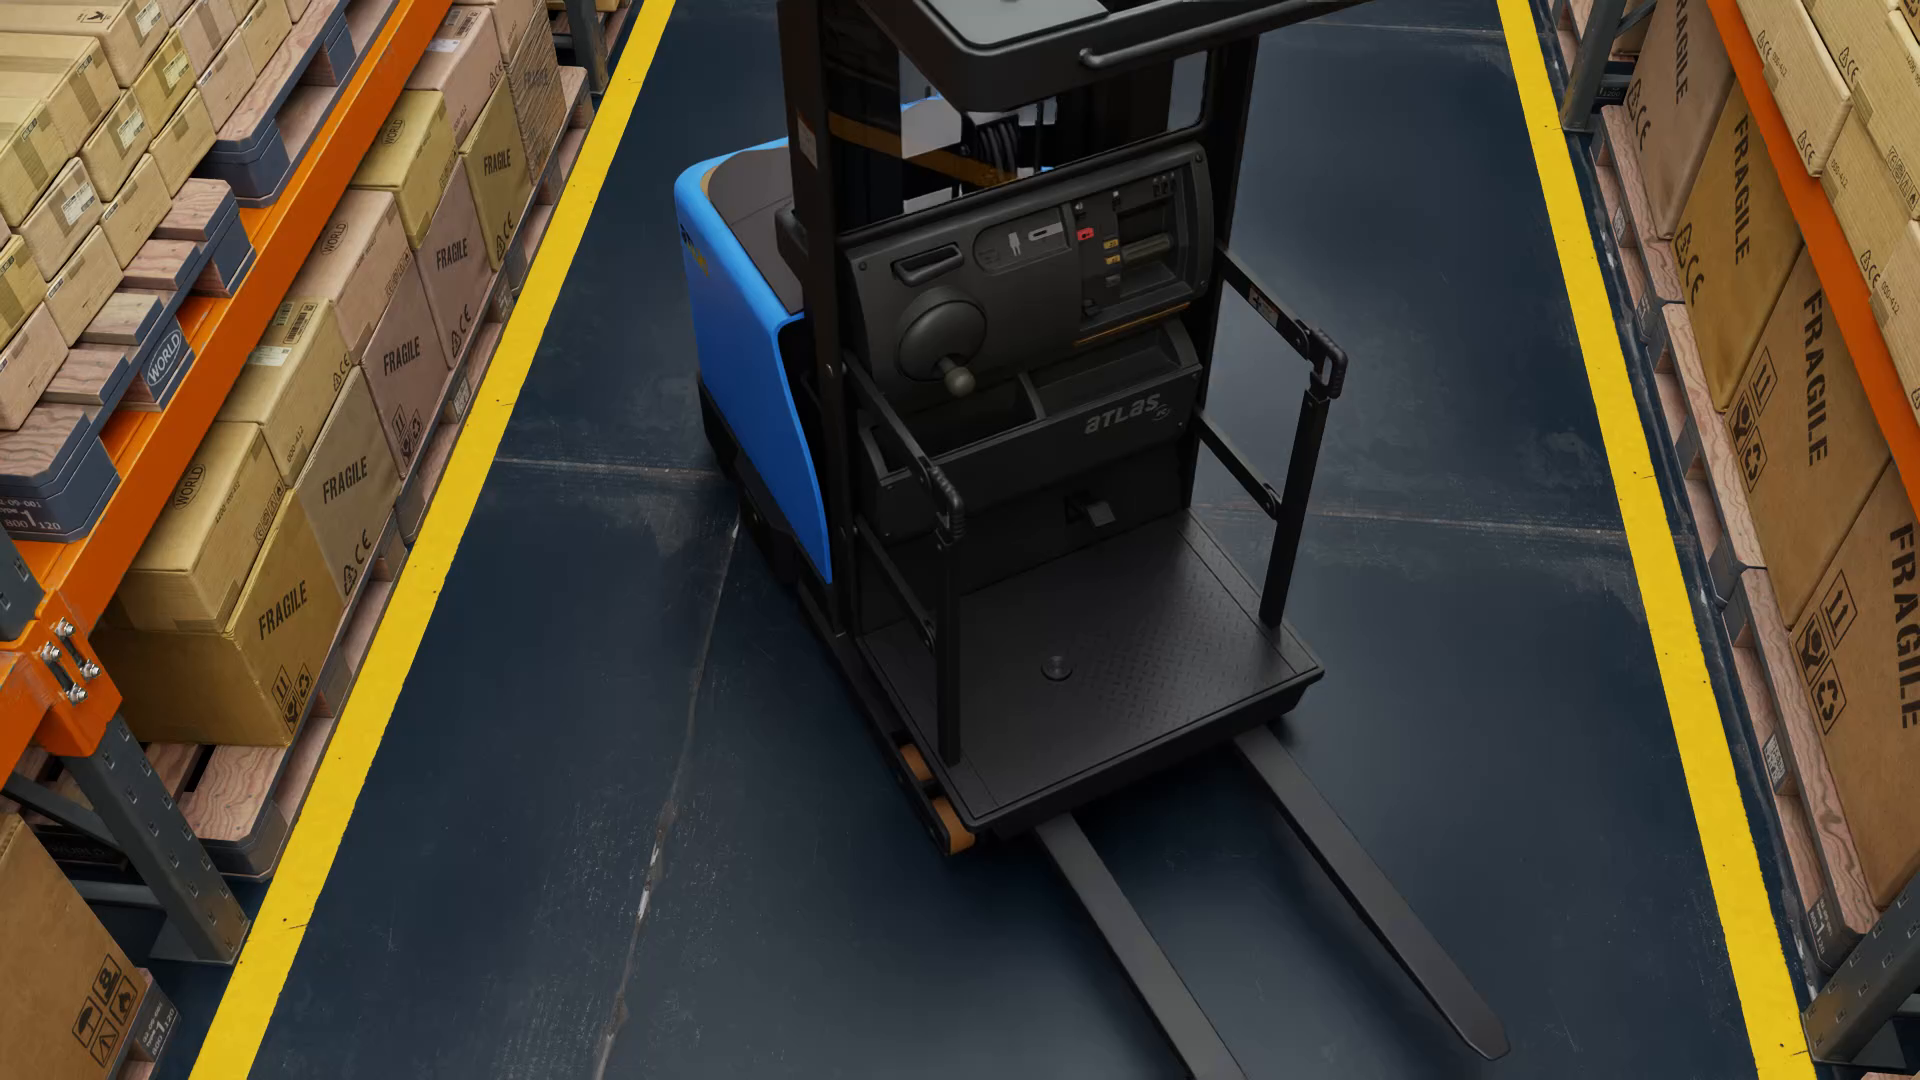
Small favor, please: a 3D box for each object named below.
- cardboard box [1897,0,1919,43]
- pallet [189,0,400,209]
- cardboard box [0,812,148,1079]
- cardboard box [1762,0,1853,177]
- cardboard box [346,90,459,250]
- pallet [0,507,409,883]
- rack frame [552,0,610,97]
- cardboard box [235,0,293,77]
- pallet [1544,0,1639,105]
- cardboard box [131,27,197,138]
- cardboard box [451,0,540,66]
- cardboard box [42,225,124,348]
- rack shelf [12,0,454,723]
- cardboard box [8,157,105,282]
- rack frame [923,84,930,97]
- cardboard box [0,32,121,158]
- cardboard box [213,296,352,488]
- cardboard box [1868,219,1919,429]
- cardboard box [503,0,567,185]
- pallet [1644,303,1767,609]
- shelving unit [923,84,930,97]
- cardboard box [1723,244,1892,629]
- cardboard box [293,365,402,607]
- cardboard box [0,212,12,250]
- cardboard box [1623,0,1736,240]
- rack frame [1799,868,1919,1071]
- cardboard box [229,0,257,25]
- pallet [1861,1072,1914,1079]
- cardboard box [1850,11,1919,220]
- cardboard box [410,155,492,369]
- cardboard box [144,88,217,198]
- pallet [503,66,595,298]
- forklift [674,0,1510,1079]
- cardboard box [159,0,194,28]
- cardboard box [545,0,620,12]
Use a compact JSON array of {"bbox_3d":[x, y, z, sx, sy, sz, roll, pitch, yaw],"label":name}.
[{"bbox_3d":[2.468,-1.253,3.618,0.500,0.500,0.500,4,48,4],"label":"cardboard box"},{"bbox_3d":[-2.208,-1.393,4.621,1.003,0.211,1.213,4,48,4],"label":"pallet"},{"bbox_3d":[-2.493,1.058,3.489,1.050,0.750,0.750,3,48,3],"label":"cardboard box"},{"bbox_3d":[2.489,-1.202,4.419,0.500,0.250,0.500,3,48,3],"label":"cardboard box"},{"bbox_3d":[-1.894,-1.161,5.180,0.500,0.250,0.500,2,48,2],"label":"cardboard box"},{"bbox_3d":[-2.275,0.366,4.772,1.003,0.211,1.213,4,48,4],"label":"pallet"},{"bbox_3d":[-1.983,-2.940,5.906,1.000,3.000,0.127,4,48,4],"label":"rack frame"},{"bbox_3d":[-1.987,-1.347,4.335,0.380,0.149,0.250,4,48,4],"label":"cardboard box"},{"bbox_3d":[3.102,-2.294,7.205,1.003,0.211,1.213,4,48,4],"label":"pallet"},{"bbox_3d":[-2.038,-1.081,3.890,0.380,0.149,0.250,4,48,4],"label":"cardboard box"},{"bbox_3d":[-1.800,-1.927,5.881,0.500,0.250,0.500,3,48,2],"label":"cardboard box"},{"bbox_3d":[-2.082,-0.570,3.624,0.380,0.149,0.250,6,48,5],"label":"cardboard box"},{"bbox_3d":[-2.166,-1.227,4.827,1.077,0.370,4.000,4,48,4],"label":"rack shelf"},{"bbox_3d":[-2.081,-0.699,3.541,0.380,0.149,0.250,6,48,5],"label":"cardboard box"},{"bbox_3d":[0.000,-1.152,5.694,0.240,0.900,0.006,9,48,8],"label":"rack frame"},{"bbox_3d":[-2.064,-0.962,3.580,0.380,0.149,0.250,4,48,3],"label":"cardboard box"},{"bbox_3d":[-1.998,-0.415,4.498,0.500,0.250,0.500,3,48,3],"label":"cardboard box"},{"bbox_3d":[2.409,-0.457,3.737,0.500,0.250,0.500,5,48,4],"label":"cardboard box"},{"bbox_3d":[-1.800,-1.677,6.161,0.500,0.500,0.500,3,48,3],"label":"cardboard box"},{"bbox_3d":[2.851,-0.269,5.353,1.003,0.211,1.213,4,48,4],"label":"pallet"},{"bbox_3d":[-0.021,-1.078,5.627,0.258,0.900,0.210,9,48,8],"label":"shelving unit"},{"bbox_3d":[2.822,-0.324,4.669,0.875,0.875,0.875,4,48,4],"label":"cardboard box"},{"bbox_3d":[-1.987,-0.171,4.783,0.500,0.500,0.500,4,48,4],"label":"cardboard box"},{"bbox_3d":[-2.113,-0.588,3.238,0.380,0.149,0.250,4,48,4],"label":"cardboard box"},{"bbox_3d":[2.978,-1.645,5.877,0.875,0.875,0.875,5,48,5],"label":"cardboard box"},{"bbox_3d":[2.591,0.258,2.981,1.000,3.000,0.127,4,48,4],"label":"rack frame"},{"bbox_3d":[-1.988,-1.446,4.224,0.380,0.149,0.250,3,48,3],"label":"cardboard box"},{"bbox_3d":[2.518,1.773,3.485,1.003,0.211,1.213,4,48,4],"label":"pallet"},{"bbox_3d":[2.451,-0.988,3.883,0.500,0.250,0.500,3,48,3],"label":"cardboard box"},{"bbox_3d":[-1.898,-0.924,5.471,0.500,0.500,0.500,3,48,3],"label":"cardboard box"},{"bbox_3d":[-2.034,-0.967,3.987,0.380,0.149,0.250,6,48,5],"label":"cardboard box"},{"bbox_3d":[-2.053,-1.427,6.412,1.003,0.211,1.213,4,48,4],"label":"pallet"},{"bbox_3d":[0.287,-0.530,3.749,1.130,2.935,3.031,-21,51,-18],"label":"forklift"},{"bbox_3d":[-2.017,-1.356,3.940,0.380,0.149,0.250,6,48,5],"label":"cardboard box"},{"bbox_3d":[-1.630,-2.365,7.028,0.380,0.149,0.250,2,48,2],"label":"cardboard box"}]
